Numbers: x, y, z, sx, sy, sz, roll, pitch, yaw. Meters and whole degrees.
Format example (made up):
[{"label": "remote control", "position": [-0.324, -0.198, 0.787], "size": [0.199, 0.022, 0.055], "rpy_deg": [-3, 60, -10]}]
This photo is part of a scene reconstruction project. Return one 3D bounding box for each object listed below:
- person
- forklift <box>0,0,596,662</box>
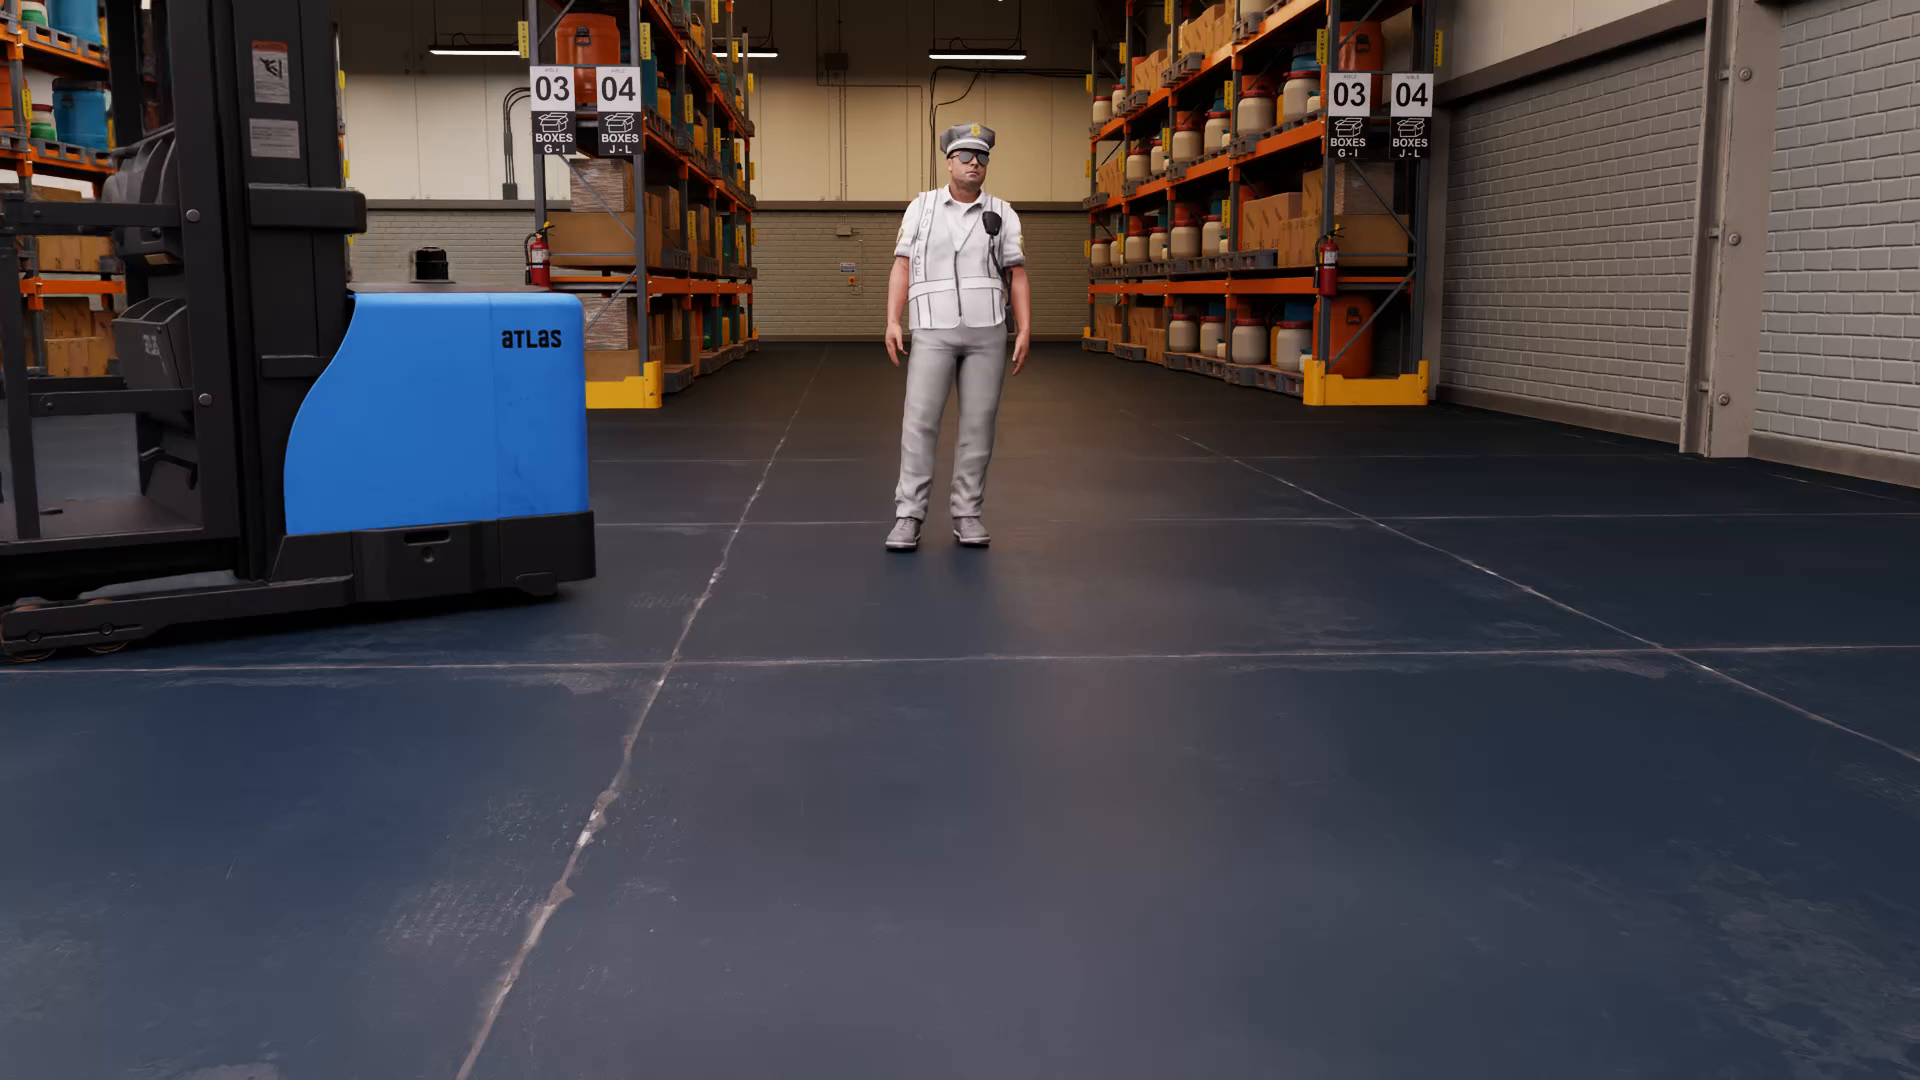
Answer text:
[{"label": "person", "position": [-0.007, -0.878, 7.100], "size": [0.641, 1.780, 0.574], "rpy_deg": [-1, 8, -4]}, {"label": "forklift", "position": [-2.802, -1.179, 5.269], "size": [3.031, 2.935, 1.130], "rpy_deg": [-6, 10, -35]}]
